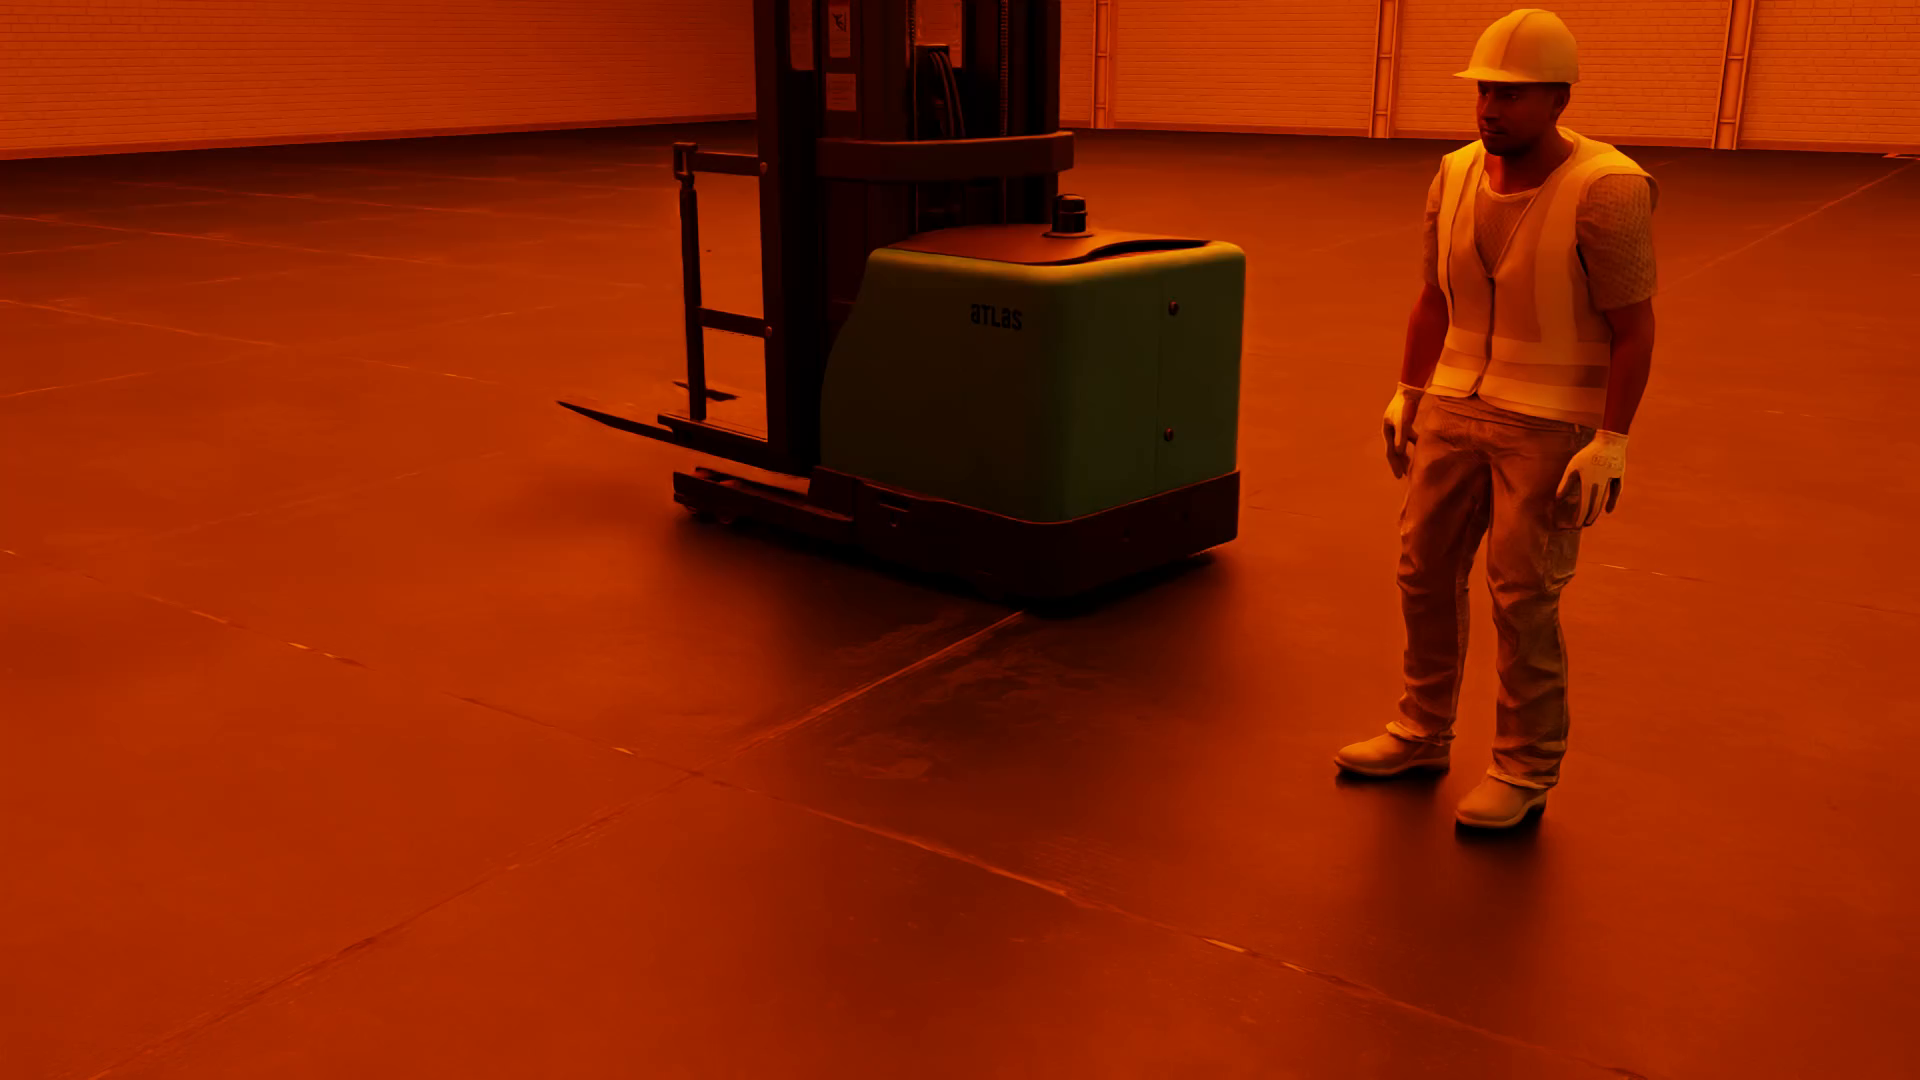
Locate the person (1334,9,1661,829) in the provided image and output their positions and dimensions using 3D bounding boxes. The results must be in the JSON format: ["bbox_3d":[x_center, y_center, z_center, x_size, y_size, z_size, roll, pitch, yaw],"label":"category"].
[{"bbox_3d":[1.200,-0.247,3.689,0.453,1.772,0.618,-11,20,-32],"label":"person"}]

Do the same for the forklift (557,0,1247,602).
[{"bbox_3d":[-0.436,-1.555,6.032,1.130,2.935,3.031,-16,23,-43],"label":"forklift"}]
